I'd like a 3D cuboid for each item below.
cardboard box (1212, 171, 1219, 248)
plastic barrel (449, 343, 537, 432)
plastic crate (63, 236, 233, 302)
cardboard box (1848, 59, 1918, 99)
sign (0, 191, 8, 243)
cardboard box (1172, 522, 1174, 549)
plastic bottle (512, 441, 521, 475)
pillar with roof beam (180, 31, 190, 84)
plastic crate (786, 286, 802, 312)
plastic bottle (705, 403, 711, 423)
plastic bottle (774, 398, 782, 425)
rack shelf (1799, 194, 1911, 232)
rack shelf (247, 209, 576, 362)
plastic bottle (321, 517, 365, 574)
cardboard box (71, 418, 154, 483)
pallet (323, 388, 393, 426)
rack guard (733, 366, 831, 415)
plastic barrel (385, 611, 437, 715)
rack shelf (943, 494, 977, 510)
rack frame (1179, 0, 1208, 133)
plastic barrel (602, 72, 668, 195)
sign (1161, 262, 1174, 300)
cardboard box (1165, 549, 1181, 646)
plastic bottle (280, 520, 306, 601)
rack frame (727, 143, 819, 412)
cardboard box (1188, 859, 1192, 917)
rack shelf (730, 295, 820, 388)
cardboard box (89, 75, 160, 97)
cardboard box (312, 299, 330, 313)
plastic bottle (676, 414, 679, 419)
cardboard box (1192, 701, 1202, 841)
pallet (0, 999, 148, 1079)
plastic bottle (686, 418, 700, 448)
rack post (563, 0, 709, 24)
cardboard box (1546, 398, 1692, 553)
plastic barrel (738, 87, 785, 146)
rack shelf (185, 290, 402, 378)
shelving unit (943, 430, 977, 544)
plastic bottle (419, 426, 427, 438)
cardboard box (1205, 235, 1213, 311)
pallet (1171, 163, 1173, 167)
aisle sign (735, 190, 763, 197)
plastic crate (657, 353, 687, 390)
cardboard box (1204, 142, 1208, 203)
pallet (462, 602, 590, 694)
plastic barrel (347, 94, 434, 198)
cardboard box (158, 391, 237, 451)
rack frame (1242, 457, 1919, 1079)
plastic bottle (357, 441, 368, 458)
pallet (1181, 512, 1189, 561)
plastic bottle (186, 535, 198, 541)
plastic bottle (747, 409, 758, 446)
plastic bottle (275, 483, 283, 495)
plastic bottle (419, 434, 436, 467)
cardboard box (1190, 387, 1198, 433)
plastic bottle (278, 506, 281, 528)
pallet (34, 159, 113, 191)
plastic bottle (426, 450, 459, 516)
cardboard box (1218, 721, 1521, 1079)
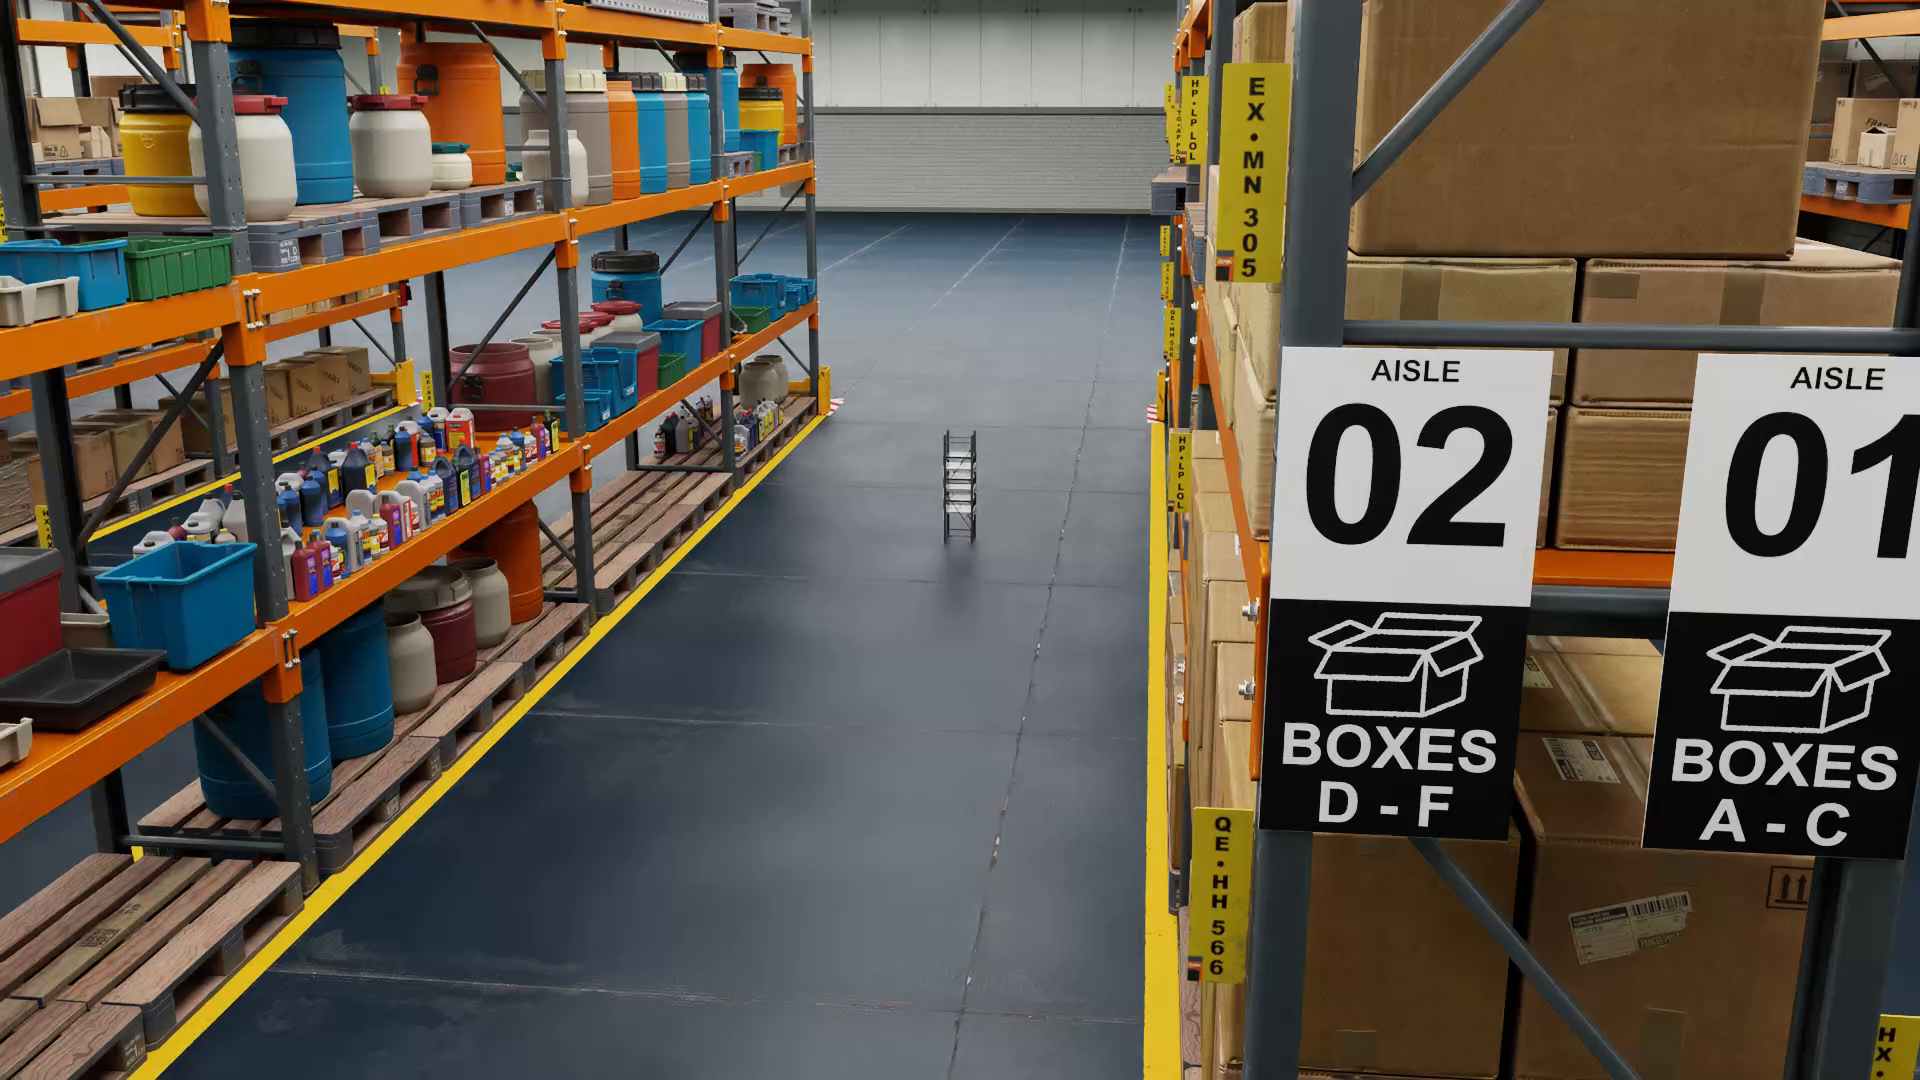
[{"bbox_3d":[1.088,-1.064,5.432,0.500,0.250,0.500,2,15,6],"label":"cardboard box"},{"bbox_3d":[-3.274,-1.074,11.629,0.600,0.536,0.708,2,15,6],"label":"plastic barrel"},{"bbox_3d":[-3.224,-1.069,6.528,0.450,0.188,0.662,2,15,6],"label":"plastic crate"},{"bbox_3d":[7.609,-3.732,13.827,0.500,0.500,0.500,2,15,7],"label":"cardboard box"},{"bbox_3d":[-4.023,-1.311,7.001,0.100,0.325,0.005,2,15,6],"label":"sign"},{"bbox_3d":[1.710,-0.022,11.385,0.500,0.311,0.500,2,15,8],"label":"cardboard box"},{"bbox_3d":[-2.737,-0.501,10.150,0.097,0.201,0.097,0,15,0],"label":"plastic bottle"},{"bbox_3d":[-15.812,-12.377,42.196,9.100,9.000,0.400,2,15,6],"label":"pillar with roof beam"},{"bbox_3d":[-1.961,-2.576,17.726,0.499,0.251,0.408,2,15,6],"label":"plastic crate"},{"bbox_3d":[-2.649,-1.328,17.345,0.097,0.201,0.097,0,15,0],"label":"plastic bottle"},{"bbox_3d":[-1.890,-1.335,17.215,0.061,0.283,0.133,2,15,8],"label":"plastic bottle"},{"bbox_3d":[7.044,-2.207,11.710,1.077,0.370,4.000,2,15,6],"label":"rack shelf"},{"bbox_3d":[-3.251,-1.462,8.952,1.077,0.370,4.000,2,15,6],"label":"rack shelf"},{"bbox_3d":[-3.005,0.014,8.101,0.152,0.276,0.135,2,15,6],"label":"plastic bottle"},{"bbox_3d":[-7.659,-0.787,14.771,0.700,0.500,0.500,2,15,6],"label":"cardboard box"},{"bbox_3d":[-7.180,-1.525,18.897,1.003,0.211,1.213,2,15,6],"label":"pallet"},{"bbox_3d":[-2.085,-1.727,19.090,1.175,0.500,0.348,2,15,6],"label":"rack guard"},{"bbox_3d":[-3.166,0.688,9.332,0.421,0.512,0.421,0,15,0],"label":"plastic barrel"},{"bbox_3d":[-0.001,-0.313,13.569,0.258,0.077,0.200,2,15,6],"label":"rack shelf"},{"bbox_3d":[2.347,-4.666,13.679,1.000,3.000,0.127,2,15,6],"label":"rack frame"},{"bbox_3d":[-2.564,-3.129,12.782,0.600,0.901,0.708,2,15,6],"label":"plastic barrel"},{"bbox_3d":[1.795,-2.242,14.397,0.100,0.325,0.005,2,15,6],"label":"sign"},{"bbox_3d":[1.560,0.371,10.488,0.500,0.500,0.500,2,15,9],"label":"cardboard box"},{"bbox_3d":[-3.111,0.089,7.679,0.144,0.351,0.185,2,15,6],"label":"plastic bottle"},{"bbox_3d":[-2.123,-2.954,18.842,1.000,3.000,0.127,2,15,6],"label":"rack frame"},{"bbox_3d":[1.182,1.493,6.703,0.500,0.311,0.500,2,15,6],"label":"cardboard box"},{"bbox_3d":[-2.349,-2.088,17.017,1.077,0.370,4.000,2,15,6],"label":"rack shelf"},{"bbox_3d":[-7.698,-4.068,15.495,0.500,0.500,0.500,1,15,5],"label":"cardboard box"},{"bbox_3d":[-6.936,-2.507,17.668,0.380,0.149,0.250,2,15,6],"label":"cardboard box"},{"bbox_3d":[-2.789,-1.087,16.296,0.061,0.283,0.133,3,15,10],"label":"plastic bottle"},{"bbox_3d":[0.947,0.775,4.857,0.500,0.500,0.500,1,15,5],"label":"cardboard box"},{"bbox_3d":[-3.657,2.013,5.813,1.003,0.211,1.213,2,15,6],"label":"pallet"},{"bbox_3d":[-2.616,-1.042,16.144,0.152,0.276,0.135,2,15,6],"label":"plastic bottle"},{"bbox_3d":[-2.711,-4.396,12.298,1.013,1.000,3.121,2,15,6],"label":"rack post"},{"bbox_3d":[1.304,-0.159,3.045,0.500,0.250,0.500,2,15,6],"label":"cardboard box"},{"bbox_3d":[-2.125,-4.397,17.263,0.600,0.588,0.600,0,15,0],"label":"plastic barrel"},{"bbox_3d":[-7.270,-2.234,17.557,1.077,0.370,4.000,2,15,6],"label":"rack shelf"},{"bbox_3d":[-0.001,-0.432,13.537,0.258,0.900,0.210,2,15,6],"label":"shelving unit"},{"bbox_3d":[-3.447,-0.626,10.613,0.097,0.201,0.097,0,15,0],"label":"plastic bottle"},{"bbox_3d":[1.144,-0.952,5.977,0.500,0.250,0.500,2,15,6],"label":"cardboard box"},{"bbox_3d":[2.558,-3.713,16.070,1.003,0.211,1.213,2,15,6],"label":"pallet"},{"bbox_3d":[-2.406,-4.237,18.603,0.394,0.787,0.004,2,15,6],"label":"aisle sign"},{"bbox_3d":[-2.490,-1.355,13.331,0.450,0.188,0.662,2,15,6],"label":"plastic crate"},{"bbox_3d":[1.764,-1.848,8.810,0.910,0.500,0.500,2,15,6],"label":"cardboard box"},{"bbox_3d":[-3.073,0.672,10.771,1.003,0.211,1.213,2,15,6],"label":"pallet"},{"bbox_3d":[-3.076,-2.132,8.987,0.433,0.535,0.433,0,15,0],"label":"plastic barrel"},{"bbox_3d":[-7.411,-1.161,16.195,0.500,0.500,0.500,1,15,5],"label":"cardboard box"},{"bbox_3d":[0.993,1.342,2.952,1.000,3.000,0.127,2,15,6],"label":"rack frame"},{"bbox_3d":[-3.540,-0.446,9.810,0.097,0.271,0.097,0,15,0],"label":"plastic bottle"},{"bbox_3d":[1.681,-0.135,8.784,1.003,0.211,1.213,2,15,6],"label":"pallet"},{"bbox_3d":[-3.692,0.078,8.006,0.097,0.201,0.097,0,15,0],"label":"plastic bottle"},{"bbox_3d":[-2.050,-1.097,16.203,0.144,0.351,0.185,1,15,4],"label":"plastic bottle"},{"bbox_3d":[-3.640,-0.154,8.724,0.152,0.276,0.135,2,15,6],"label":"plastic bottle"},{"bbox_3d":[-3.322,-0.562,10.375,0.097,0.201,0.097,0,15,0],"label":"plastic bottle"},{"bbox_3d":[1.644,-0.585,9.084,0.700,0.500,0.500,5,16,17],"label":"cardboard box"},{"bbox_3d":[-3.534,-0.110,8.417,0.144,0.351,0.185,2,15,6],"label":"plastic bottle"},{"bbox_3d":[-7.785,-2.994,13.602,1.213,0.211,1.003,2,15,6],"label":"pallet"},{"bbox_3d":[-2.872,-0.319,9.191,0.144,0.351,0.185,2,15,6],"label":"plastic bottle"},{"bbox_3d":[0.770,0.688,3.265,0.500,0.500,0.500,2,15,6],"label":"cardboard box"}]
